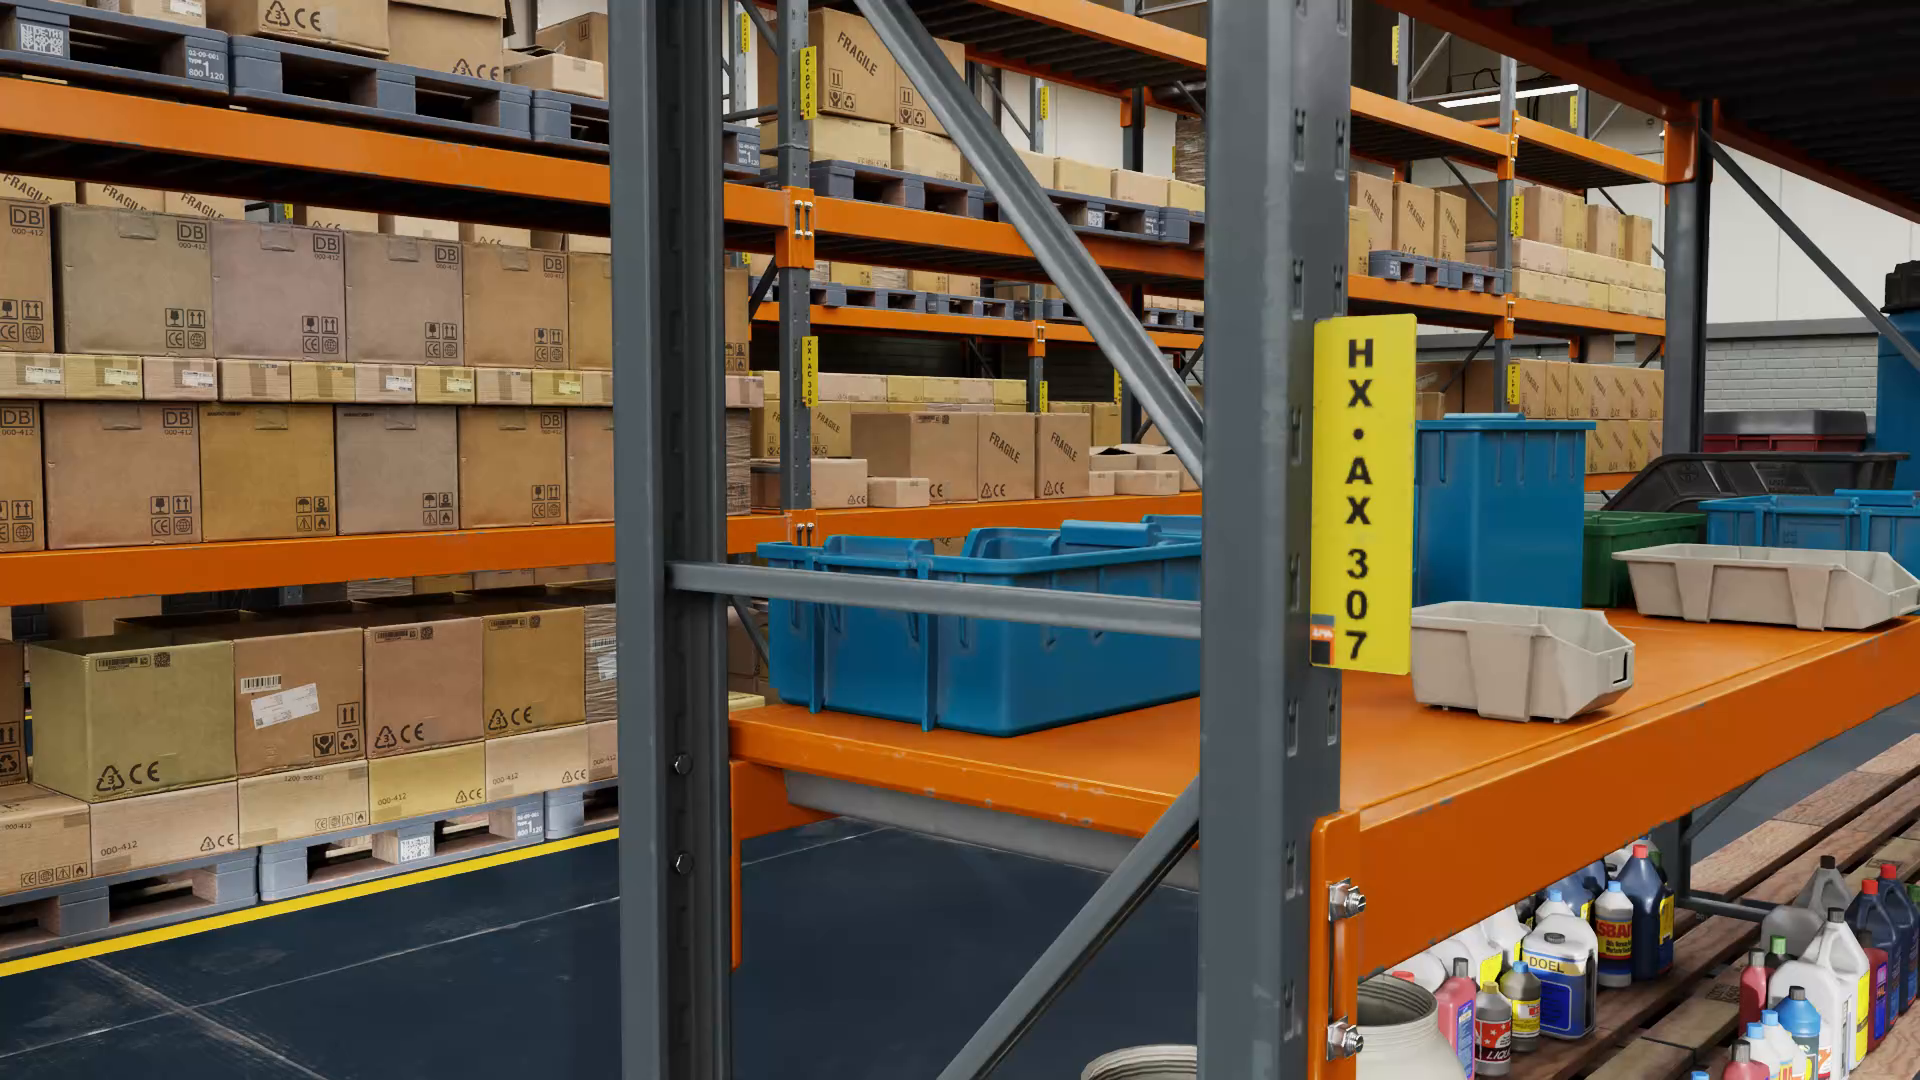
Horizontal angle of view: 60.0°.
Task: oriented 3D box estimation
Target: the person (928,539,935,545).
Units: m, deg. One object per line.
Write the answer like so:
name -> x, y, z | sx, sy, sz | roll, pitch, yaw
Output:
person -> -0.394, -0.032, 14.235 | 0.466, 1.590, 0.376 | 3, 5, 38
